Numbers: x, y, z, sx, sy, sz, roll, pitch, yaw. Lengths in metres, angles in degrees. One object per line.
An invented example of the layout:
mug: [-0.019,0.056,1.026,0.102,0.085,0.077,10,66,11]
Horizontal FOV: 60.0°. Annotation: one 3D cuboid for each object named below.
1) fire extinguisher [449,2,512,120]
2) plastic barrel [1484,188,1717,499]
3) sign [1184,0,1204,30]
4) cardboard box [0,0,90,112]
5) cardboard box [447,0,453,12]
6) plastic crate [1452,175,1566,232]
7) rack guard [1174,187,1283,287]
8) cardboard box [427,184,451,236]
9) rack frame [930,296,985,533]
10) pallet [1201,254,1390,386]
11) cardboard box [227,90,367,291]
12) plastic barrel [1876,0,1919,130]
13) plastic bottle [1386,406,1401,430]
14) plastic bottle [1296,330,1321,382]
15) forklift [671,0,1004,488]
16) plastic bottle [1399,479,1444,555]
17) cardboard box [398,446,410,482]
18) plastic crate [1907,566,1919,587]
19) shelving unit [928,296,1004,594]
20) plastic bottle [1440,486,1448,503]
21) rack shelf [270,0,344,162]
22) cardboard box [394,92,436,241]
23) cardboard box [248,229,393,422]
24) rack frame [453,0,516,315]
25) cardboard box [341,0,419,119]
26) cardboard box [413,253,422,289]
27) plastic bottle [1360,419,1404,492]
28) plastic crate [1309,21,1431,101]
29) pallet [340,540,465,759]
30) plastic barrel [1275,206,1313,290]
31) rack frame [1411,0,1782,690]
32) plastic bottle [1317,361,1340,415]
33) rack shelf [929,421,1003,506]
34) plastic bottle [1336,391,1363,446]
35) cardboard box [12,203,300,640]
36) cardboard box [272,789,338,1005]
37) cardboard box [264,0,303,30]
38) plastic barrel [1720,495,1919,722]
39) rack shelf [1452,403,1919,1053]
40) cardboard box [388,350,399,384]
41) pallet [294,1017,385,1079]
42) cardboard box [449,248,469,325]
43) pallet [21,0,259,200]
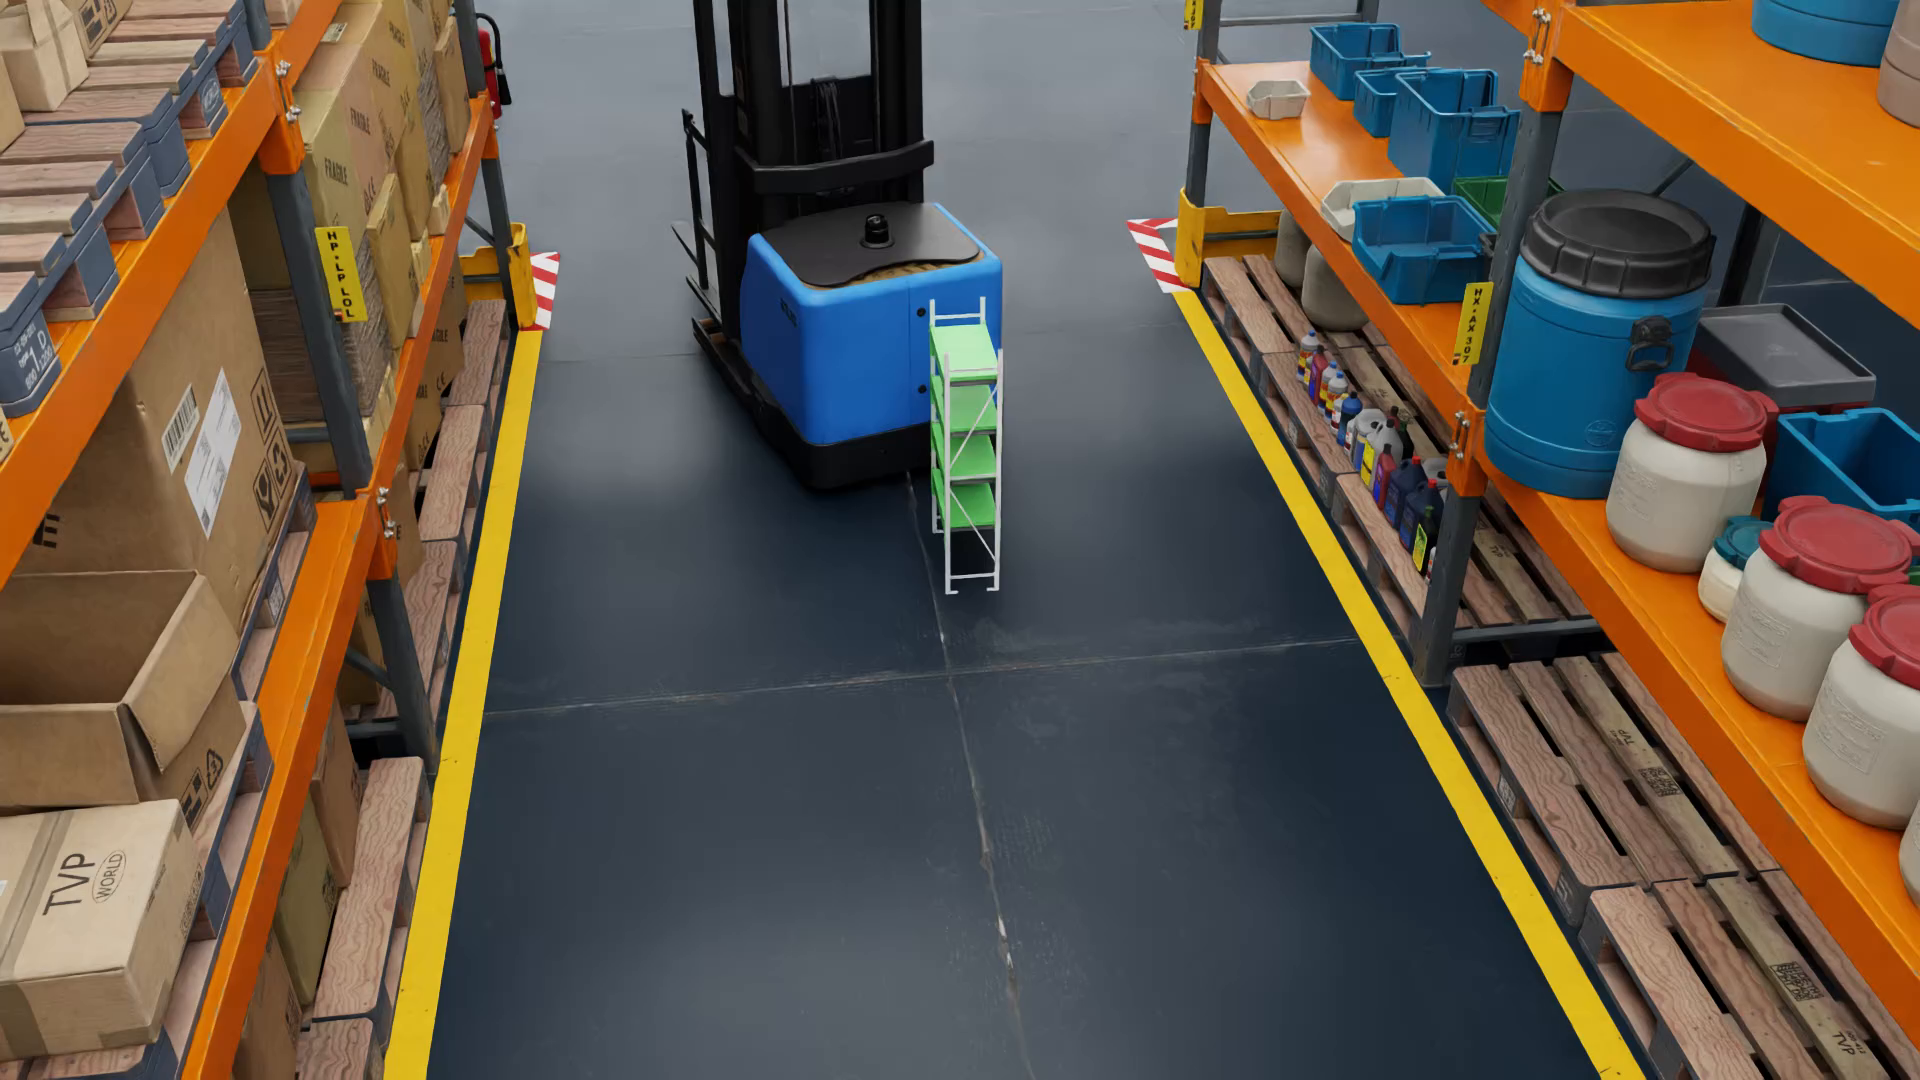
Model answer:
fire extinguisher: [-2.615,-2.620,9.000,0.296,0.674,0.183,-4,35,-6]
plastic barrel: [2.141,-0.665,5.617,0.600,0.901,0.708,-4,35,-6]
sign: [1.306,-3.004,9.249,0.100,0.325,0.005,-4,35,-6]
cardboard box: [-2.293,-1.162,3.874,0.396,0.266,0.258,-3,34,-5]
cardboard box: [-2.738,-2.843,8.017,0.500,0.500,0.500,-4,35,-6]
plastic crate: [2.486,-1.388,7.311,0.450,0.188,0.662,-4,35,-6]
rack guard: [1.908,-1.857,10.031,1.175,0.500,0.348,-4,35,-6]
cardboard box: [-2.508,-1.477,7.477,0.380,0.149,0.250,-4,35,-6]
rack frame: [-0.011,-0.540,7.476,0.240,1.200,0.015,-4,35,-6]
pallet: [2.012,-1.284,9.446,1.003,0.211,1.213,-4,35,-6]
cardboard box: [-2.327,-1.169,5.561,0.500,0.500,0.500,-4,35,-6]
plastic barrel: [2.761,-1.511,4.195,0.600,0.901,0.600,0,34,0]
plastic bottle: [2.035,-0.480,7.812,0.061,0.283,0.133,-4,35,-6]
plastic bottle: [1.786,-0.948,8.509,0.097,0.271,0.097,0,34,0]
forklift: [-0.846,-2.278,8.490,1.130,2.935,3.031,-14,37,-20]
plastic bottle: [2.017,-0.121,7.226,0.144,0.351,0.185,-5,35,-8]
cardboard box: [-2.779,-0.348,7.444,0.500,0.500,0.500,-7,35,-11]
plastic crate: [2.903,0.341,4.774,0.450,0.188,0.662,-4,35,-6]
shelving unit: [0.022,-0.403,7.277,0.258,1.200,0.503,-4,35,-6]
plastic bottle: [2.160,-0.132,7.242,0.144,0.351,0.185,-4,35,-6]
rack shelf: [-2.788,-2.380,6.554,1.077,0.370,4.000,-4,35,-6]
cardboard box: [-2.744,-1.577,7.047,0.875,0.500,0.500,-4,35,-6]
cardboard box: [-2.518,-0.742,5.822,0.875,0.500,0.500,-4,35,-6]
rack frame: [-3.057,-2.554,8.834,1.000,3.000,0.127,-4,35,-6]
cardboard box: [-2.541,-2.005,6.788,0.500,0.500,0.500,-4,35,-6]
cardboard box: [-2.442,-1.056,6.859,0.380,0.149,0.250,-4,35,-6]
plastic bottle: [1.948,-0.409,7.648,0.144,0.351,0.185,-5,35,-7]
plastic crate: [2.215,-2.611,9.049,0.499,0.251,0.616,-4,35,-6]
pallet: [-2.644,0.459,6.889,1.003,0.211,1.213,-4,35,-6]
plastic barrel: [2.015,-1.713,9.436,0.421,0.512,0.421,0,34,0]
rack frame: [2.389,-0.697,6.109,1.000,3.000,0.127,-4,35,-6]
plastic bottle: [1.832,-0.757,8.229,0.097,0.271,0.097,0,34,0]
rack shelf: [0.022,-0.351,7.313,0.258,0.148,0.480,-4,35,-6]
plastic bottle: [1.873,-0.588,7.981,0.097,0.271,0.097,0,34,0]
cardboard box: [-2.551,-0.289,4.605,1.000,1.000,1.000,-4,34,-6]
cardboard box: [-2.412,1.141,5.240,0.700,0.500,0.500,-5,35,-7]
cardboard box: [-2.326,-1.770,5.153,0.500,0.250,0.500,-6,35,-8]
plastic barrel: [2.399,0.207,4.662,0.433,0.535,0.433,0,34,0]
rack shelf: [2.658,0.717,4.674,1.077,0.370,4.000,-4,35,-6]
cardboard box: [-2.331,-0.638,6.246,0.380,0.149,0.250,-4,35,-6]
pallet: [-2.245,1.947,4.705,1.003,0.211,1.213,-4,35,-6]
cardboard box: [-2.989,-1.345,8.906,0.500,0.500,0.500,2,34,2]
pallet: [-2.541,-1.131,4.249,1.213,0.211,1.003,-4,35,-6]
